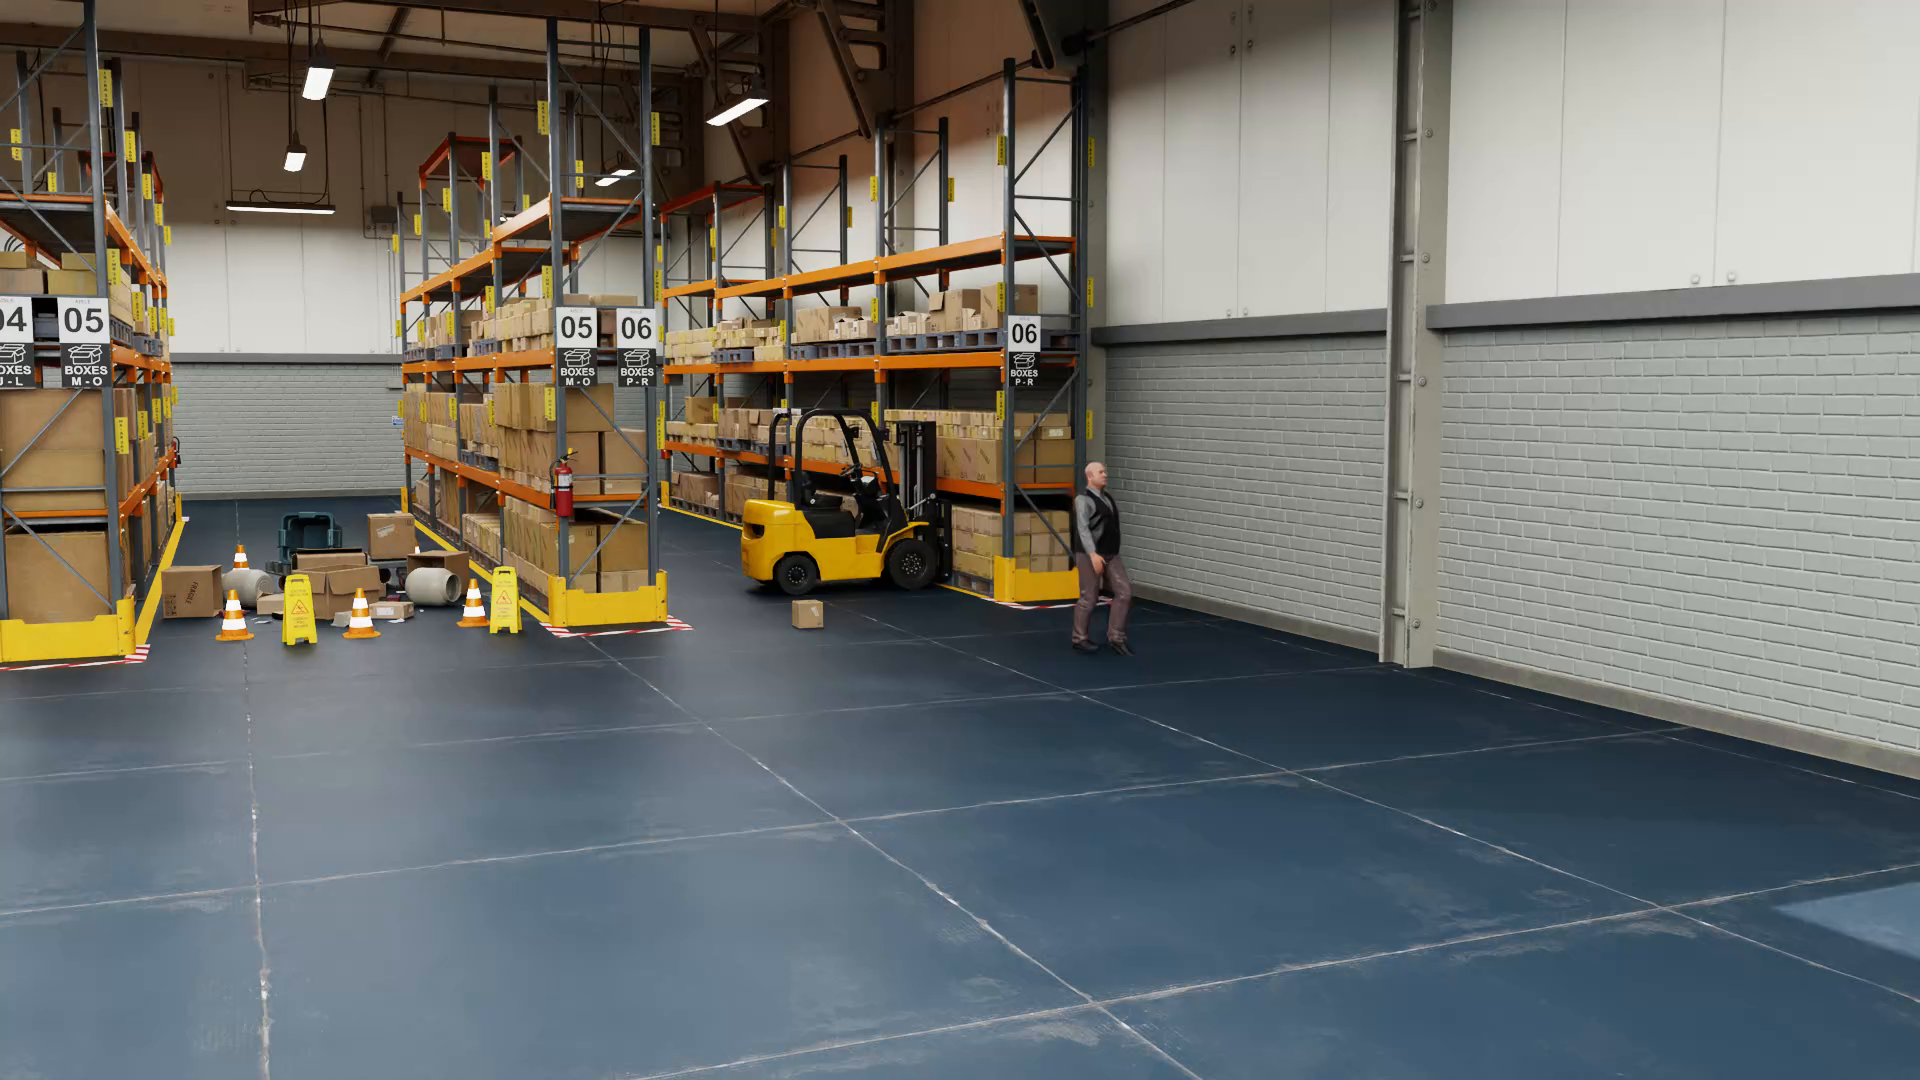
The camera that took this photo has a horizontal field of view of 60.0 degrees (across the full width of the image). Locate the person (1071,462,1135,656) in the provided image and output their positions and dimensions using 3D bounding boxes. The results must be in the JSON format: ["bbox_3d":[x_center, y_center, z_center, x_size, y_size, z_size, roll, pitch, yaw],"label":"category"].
[{"bbox_3d":[1.259,0.197,14.958,0.586,1.791,0.571,4,7,40],"label":"person"}]
